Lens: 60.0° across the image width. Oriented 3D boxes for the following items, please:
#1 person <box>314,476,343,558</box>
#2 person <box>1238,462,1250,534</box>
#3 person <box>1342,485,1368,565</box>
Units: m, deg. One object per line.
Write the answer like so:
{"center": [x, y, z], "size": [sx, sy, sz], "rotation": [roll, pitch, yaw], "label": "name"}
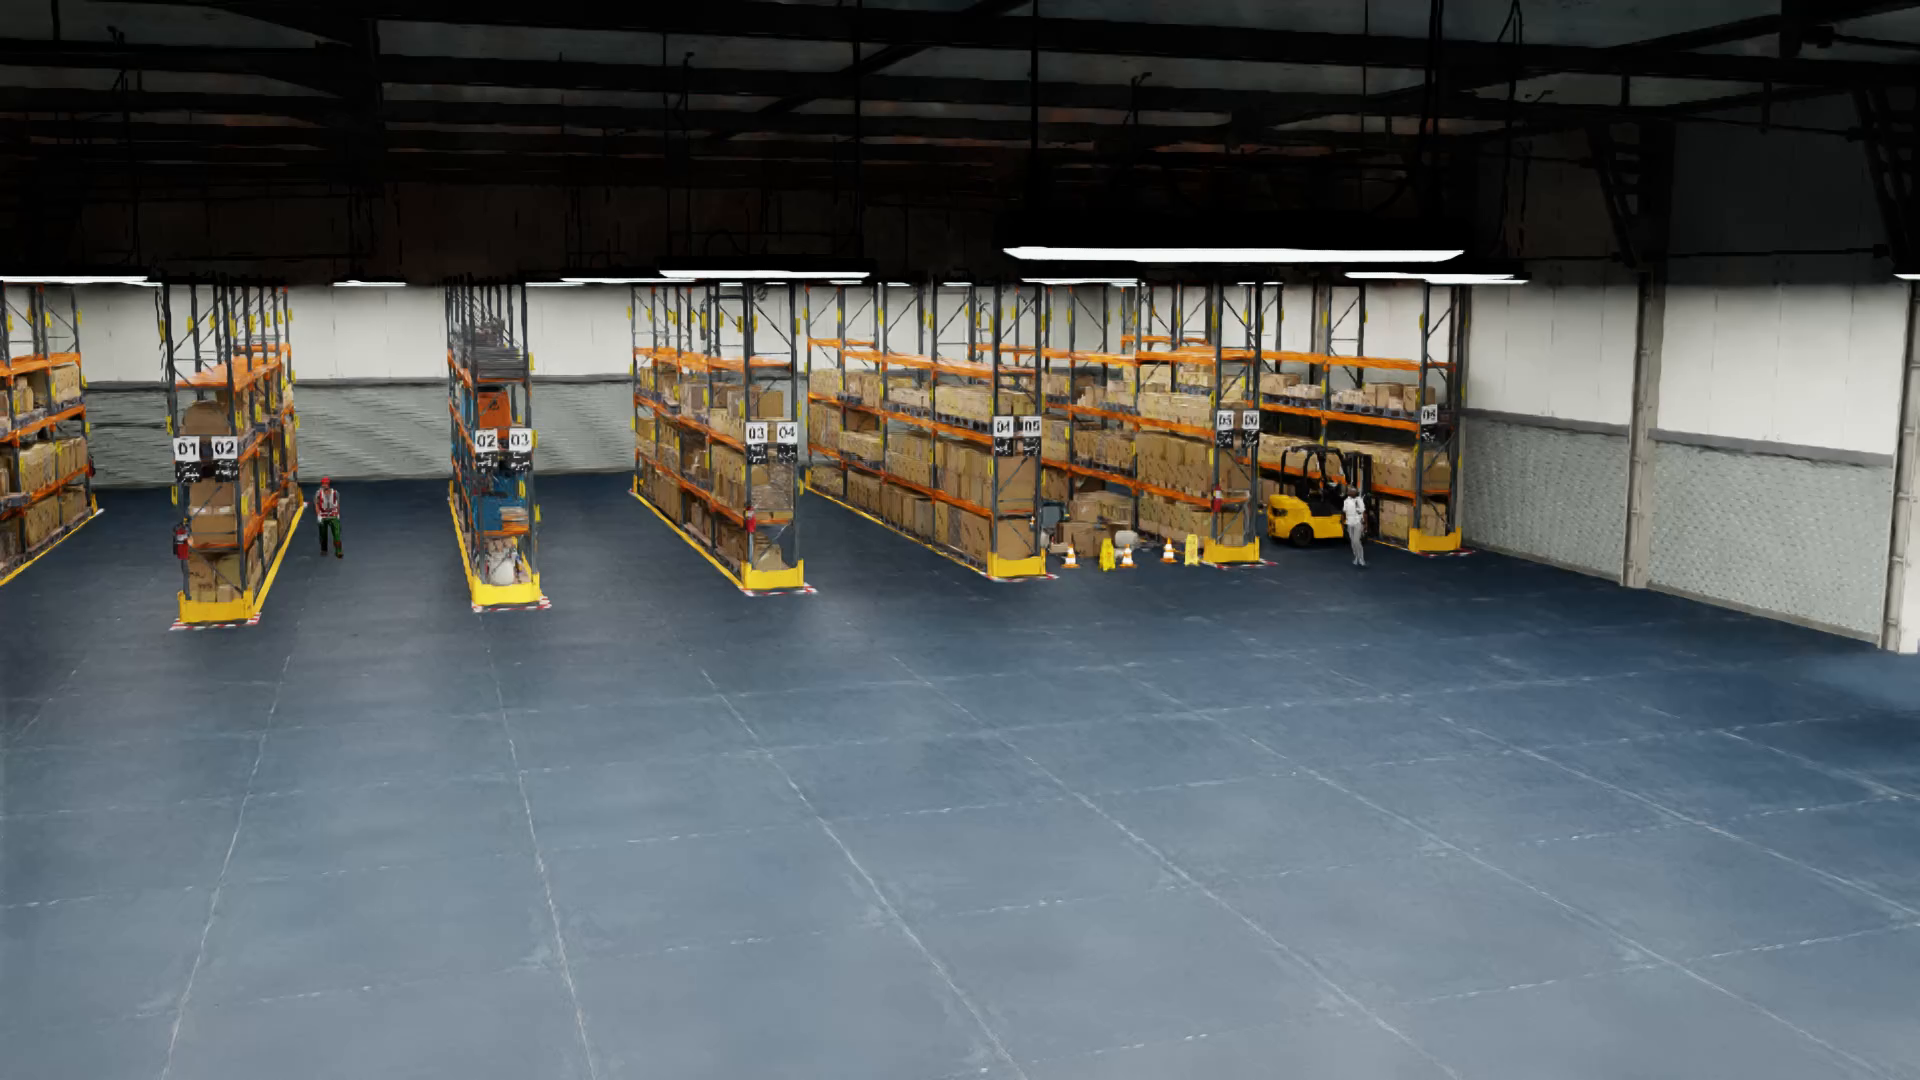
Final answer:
{"center": [-13.511, -0.496, 35.554], "size": [0.526, 1.728, 0.955], "rotation": [-4, 10, -27], "label": "person"}
{"center": [6.613, -1.000, 39.081], "size": [0.455, 1.677, 0.525], "rotation": [2, 9, 11], "label": "person"}
{"center": [8.254, -0.330, 34.662], "size": [0.571, 1.665, 0.472], "rotation": [7, 11, 39], "label": "person"}
